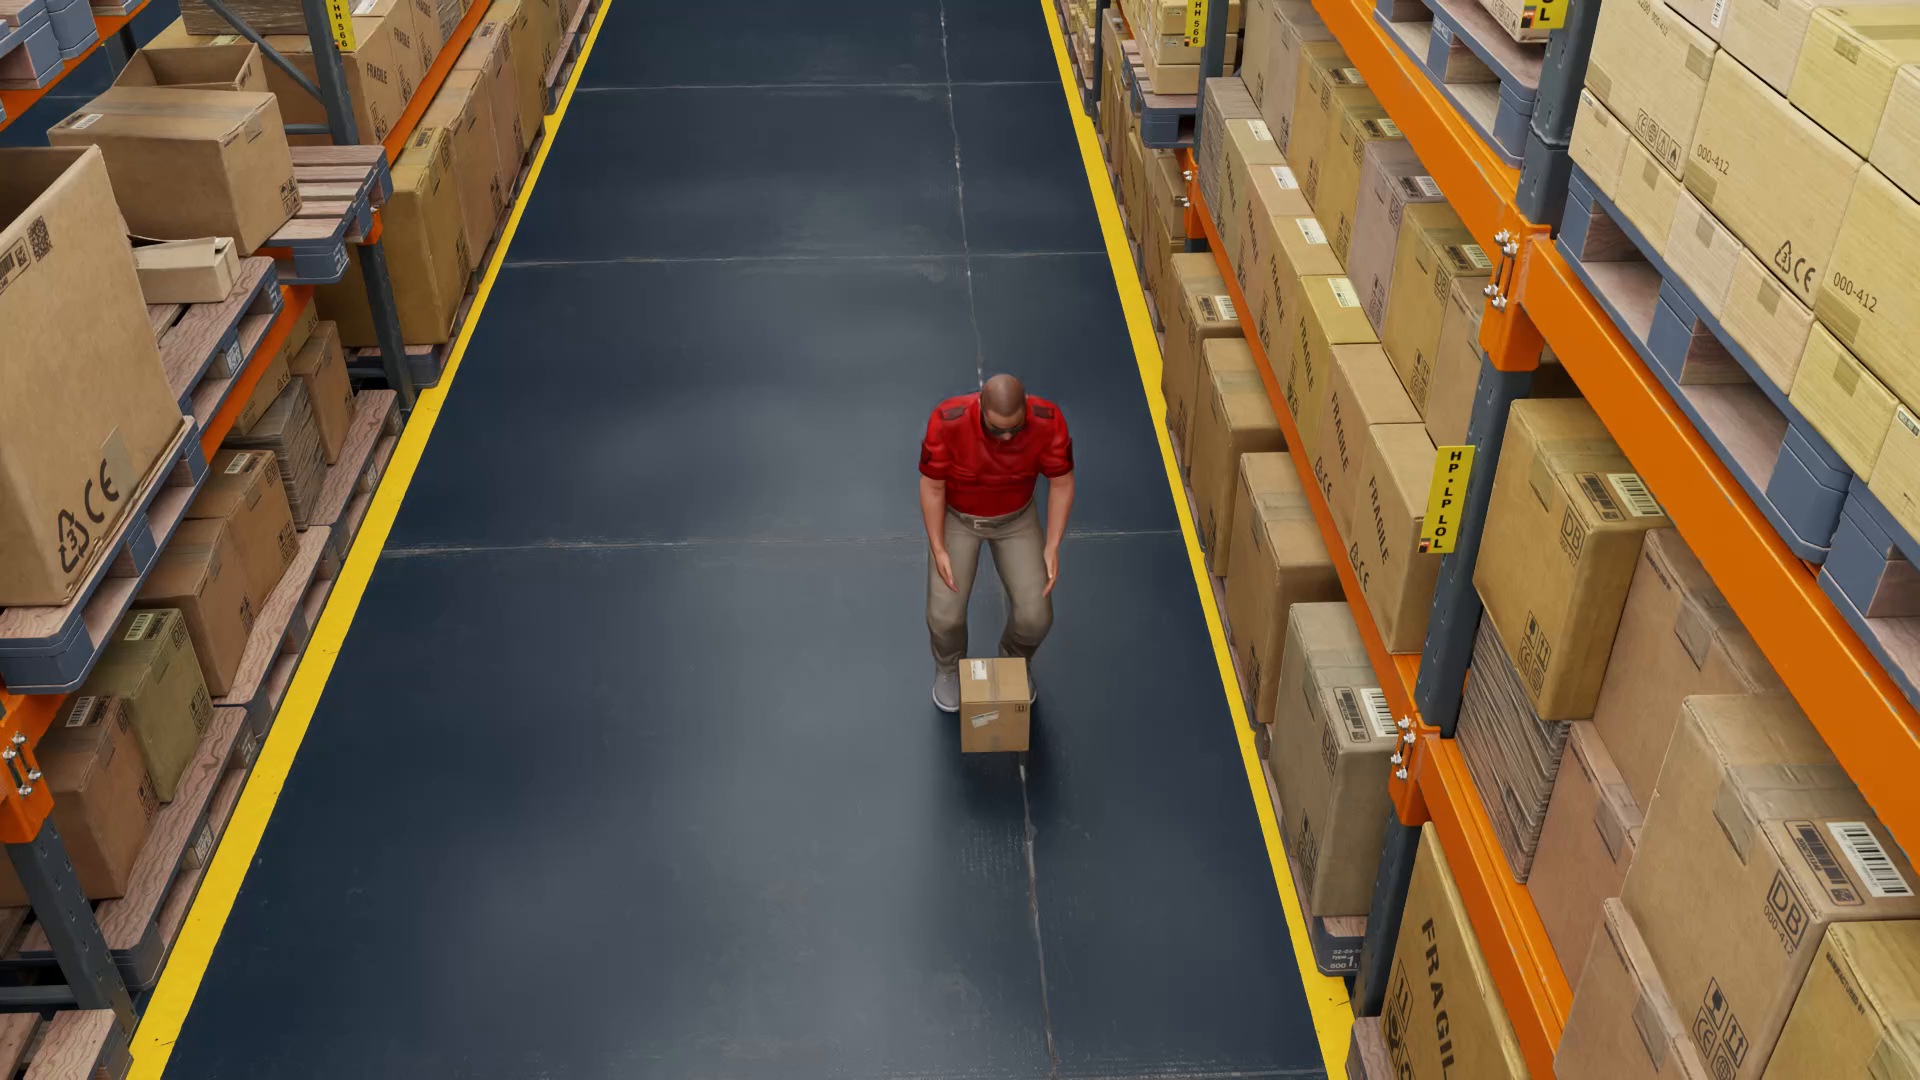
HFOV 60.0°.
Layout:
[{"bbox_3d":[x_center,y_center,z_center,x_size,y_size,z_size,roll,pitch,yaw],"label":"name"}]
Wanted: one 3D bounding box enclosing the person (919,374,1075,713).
[{"bbox_3d":[0.137,-0.031,6.356,0.581,1.566,0.574,-1,35,-2],"label":"person"}]
